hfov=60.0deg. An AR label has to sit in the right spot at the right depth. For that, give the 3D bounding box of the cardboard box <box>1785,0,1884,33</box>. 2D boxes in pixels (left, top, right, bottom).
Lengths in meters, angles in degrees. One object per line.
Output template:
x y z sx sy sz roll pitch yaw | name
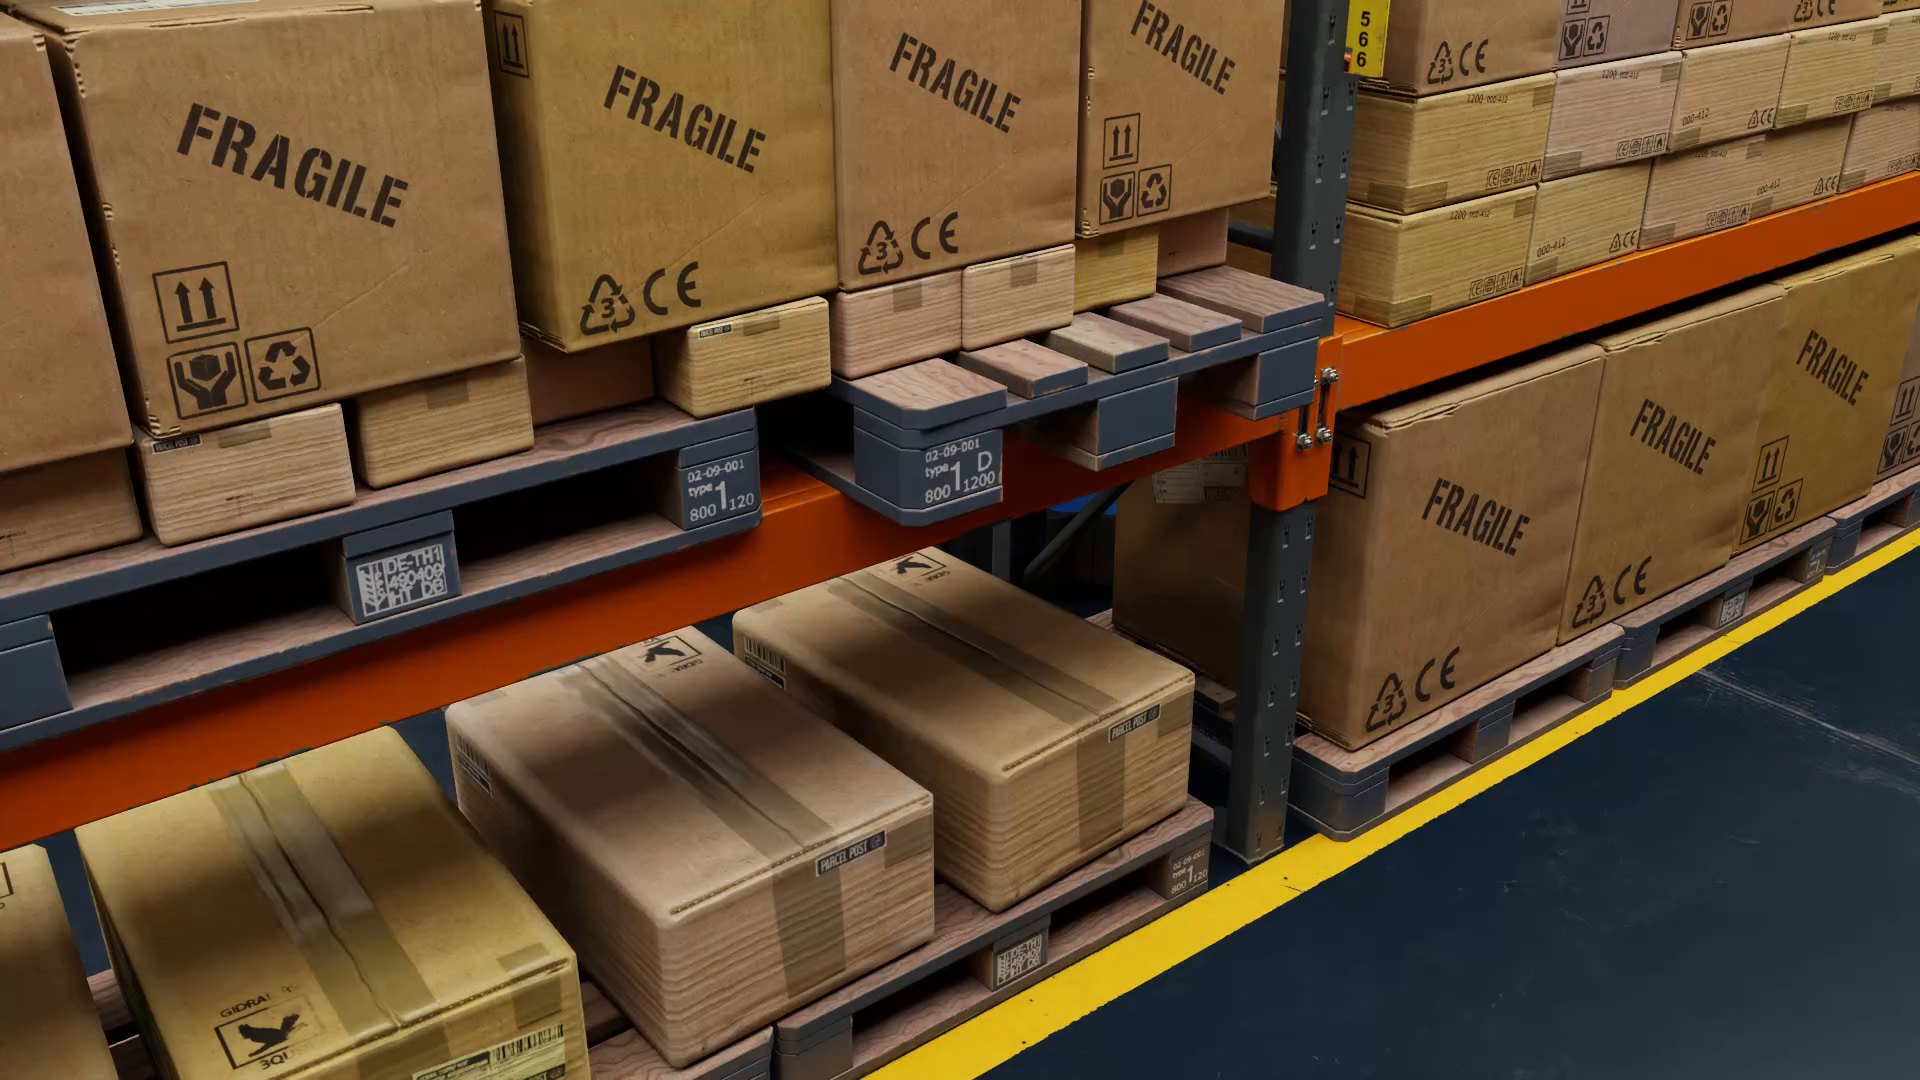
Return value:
2.181 -1.682 4.505 0.500 0.500 0.500 -18 30 -33 | cardboard box

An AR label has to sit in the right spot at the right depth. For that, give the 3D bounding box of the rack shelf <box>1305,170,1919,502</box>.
2.016 -0.938 5.063 4.000 0.370 1.077 -18 31 -34 | rack shelf

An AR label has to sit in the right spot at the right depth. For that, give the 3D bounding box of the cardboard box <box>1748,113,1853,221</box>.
2.178 -1.124 4.786 0.500 0.250 0.500 -18 31 -34 | cardboard box

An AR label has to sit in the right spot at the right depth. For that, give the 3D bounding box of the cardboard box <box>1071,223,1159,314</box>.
0.163 -0.565 3.204 0.250 0.149 0.380 -18 30 -33 | cardboard box

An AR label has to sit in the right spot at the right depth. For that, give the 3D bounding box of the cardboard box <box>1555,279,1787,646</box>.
1.741 -0.354 4.975 0.875 0.875 0.875 -18 30 -33 | cardboard box

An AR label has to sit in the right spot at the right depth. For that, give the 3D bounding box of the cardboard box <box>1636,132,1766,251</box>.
1.792 -0.994 4.508 0.500 0.250 0.500 -17 30 -32 | cardboard box

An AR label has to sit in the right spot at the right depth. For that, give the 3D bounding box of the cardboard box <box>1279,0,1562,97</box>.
0.981 -1.291 3.662 0.500 0.500 0.500 -19 31 -36 | cardboard box

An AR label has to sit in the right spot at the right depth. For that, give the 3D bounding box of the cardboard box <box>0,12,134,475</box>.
-1.369 -0.358 1.987 0.500 0.500 0.500 -18 31 -34 | cardboard box

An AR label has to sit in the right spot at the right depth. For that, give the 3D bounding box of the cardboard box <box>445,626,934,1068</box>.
-0.585 0.594 3.529 0.625 0.372 0.950 -19 31 -35 | cardboard box

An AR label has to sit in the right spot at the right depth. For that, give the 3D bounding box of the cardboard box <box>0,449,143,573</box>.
-1.274 -0.099 2.200 0.250 0.149 0.380 -18 30 -34 | cardboard box

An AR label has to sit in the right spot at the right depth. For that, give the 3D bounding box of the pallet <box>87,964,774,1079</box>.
-1.133 1.037 3.264 1.213 0.211 1.003 -18 31 -34 | pallet

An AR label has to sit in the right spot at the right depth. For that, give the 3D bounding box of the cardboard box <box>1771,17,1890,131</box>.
2.207 -1.340 4.659 0.500 0.250 0.500 -18 30 -33 | cardboard box

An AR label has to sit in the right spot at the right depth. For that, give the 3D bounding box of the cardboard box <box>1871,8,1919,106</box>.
2.600 -1.479 4.958 0.500 0.250 0.500 -17 30 -33 | cardboard box

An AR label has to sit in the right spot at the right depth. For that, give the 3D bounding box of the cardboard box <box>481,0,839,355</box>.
-0.541 -0.636 2.587 0.500 0.500 0.500 -21 32 -37 | cardboard box

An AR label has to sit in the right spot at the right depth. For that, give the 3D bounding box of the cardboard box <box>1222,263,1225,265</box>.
0.679 -0.894 4.292 0.500 0.250 0.500 -20 31 -36 | cardboard box

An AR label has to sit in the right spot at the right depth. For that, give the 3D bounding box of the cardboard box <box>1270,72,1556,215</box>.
0.993 -0.954 3.826 0.500 0.250 0.500 -19 31 -34 | cardboard box

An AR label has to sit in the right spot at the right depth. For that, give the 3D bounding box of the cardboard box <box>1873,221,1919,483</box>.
3.151 -0.823 5.986 0.875 0.875 0.875 -17 30 -32 | cardboard box

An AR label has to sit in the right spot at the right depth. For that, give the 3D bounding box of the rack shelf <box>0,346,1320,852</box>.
-1.132 0.101 2.824 4.000 0.370 1.077 -18 31 -34 | rack shelf

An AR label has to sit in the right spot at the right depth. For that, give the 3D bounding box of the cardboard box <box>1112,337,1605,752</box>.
1.037 -0.124 4.478 0.875 0.875 0.875 -19 31 -34 | cardboard box

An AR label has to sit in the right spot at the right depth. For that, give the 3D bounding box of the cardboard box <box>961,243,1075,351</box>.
-0.008 -0.485 3.031 0.250 0.149 0.380 -19 31 -34 | cardboard box

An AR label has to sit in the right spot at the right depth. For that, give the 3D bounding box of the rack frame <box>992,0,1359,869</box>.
0.442 -0.745 3.792 0.127 3.000 1.000 -18 31 -34 | rack frame

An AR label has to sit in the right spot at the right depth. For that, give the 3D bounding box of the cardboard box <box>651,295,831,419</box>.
-0.419 -0.346 2.731 0.250 0.149 0.380 -18 30 -33 | cardboard box

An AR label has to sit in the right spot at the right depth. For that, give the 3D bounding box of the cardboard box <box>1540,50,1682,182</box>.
1.400 -1.088 4.114 0.500 0.250 0.500 -17 30 -33 | cardboard box

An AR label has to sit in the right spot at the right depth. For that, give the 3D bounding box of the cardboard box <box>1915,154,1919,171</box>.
2.990 -1.384 5.347 0.500 0.250 0.500 -19 31 -35 | cardboard box

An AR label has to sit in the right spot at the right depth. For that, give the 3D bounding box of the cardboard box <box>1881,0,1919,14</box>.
2.579 -1.822 4.806 0.500 0.500 0.500 -17 30 -33 | cardboard box

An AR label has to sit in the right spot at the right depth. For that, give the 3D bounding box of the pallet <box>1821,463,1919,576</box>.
3.029 -0.294 6.132 1.213 0.211 1.003 -18 31 -34 | pallet

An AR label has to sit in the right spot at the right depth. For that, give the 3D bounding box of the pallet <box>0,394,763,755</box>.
-1.091 -0.130 2.695 1.213 0.211 1.003 -18 31 -34 | pallet

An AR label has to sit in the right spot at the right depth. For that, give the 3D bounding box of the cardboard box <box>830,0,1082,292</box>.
-0.144 -0.768 2.870 0.500 0.500 0.500 -19 31 -35 | cardboard box

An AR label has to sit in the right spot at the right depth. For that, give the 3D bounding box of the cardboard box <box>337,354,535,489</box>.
-0.841 -0.230 2.481 0.250 0.149 0.380 -19 31 -36 | cardboard box

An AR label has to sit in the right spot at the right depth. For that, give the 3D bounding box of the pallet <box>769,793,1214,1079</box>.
-0.174 0.722 3.943 1.213 0.211 1.003 -18 31 -34 | pallet

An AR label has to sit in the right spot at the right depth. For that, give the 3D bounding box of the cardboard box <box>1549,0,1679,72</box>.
1.365 -1.423 3.947 0.500 0.500 0.500 -18 30 -34 | cardboard box

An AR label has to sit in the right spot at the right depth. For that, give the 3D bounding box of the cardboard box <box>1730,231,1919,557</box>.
2.445 -0.586 5.475 0.875 0.875 0.875 -17 30 -33 | cardboard box

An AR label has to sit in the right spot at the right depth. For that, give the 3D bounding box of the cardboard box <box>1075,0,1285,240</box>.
0.256 -0.906 3.167 0.500 0.500 0.500 -19 31 -35 | cardboard box

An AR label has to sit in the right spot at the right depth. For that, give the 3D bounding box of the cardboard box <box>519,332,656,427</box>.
-0.694 -0.322 2.681 0.250 0.149 0.380 -18 30 -34 | cardboard box

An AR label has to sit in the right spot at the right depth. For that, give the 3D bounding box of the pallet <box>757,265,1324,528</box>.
-0.053 -0.438 3.358 1.003 0.211 1.213 -18 31 -34 | pallet

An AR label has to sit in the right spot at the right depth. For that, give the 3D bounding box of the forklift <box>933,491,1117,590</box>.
-0.597 -1.427 5.343 3.031 2.935 1.130 5 25 10 | forklift

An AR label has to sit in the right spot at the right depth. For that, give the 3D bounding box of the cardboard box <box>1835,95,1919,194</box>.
2.582 -1.259 5.079 0.500 0.250 0.500 -19 31 -35 | cardboard box

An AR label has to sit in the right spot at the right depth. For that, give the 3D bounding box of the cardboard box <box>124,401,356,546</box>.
-1.033 -0.151 2.311 0.250 0.149 0.380 -17 30 -32 | cardboard box

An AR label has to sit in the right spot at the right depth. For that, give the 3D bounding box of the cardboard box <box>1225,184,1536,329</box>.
0.982 -0.721 3.918 0.500 0.250 0.500 -19 31 -35 | cardboard box

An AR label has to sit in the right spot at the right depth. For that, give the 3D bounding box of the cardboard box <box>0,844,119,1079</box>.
-1.731 0.971 2.718 0.625 0.372 0.950 -16 29 -31 | cardboard box

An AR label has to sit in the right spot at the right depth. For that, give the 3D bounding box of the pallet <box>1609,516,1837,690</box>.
2.068 0.025 5.446 1.213 0.211 1.003 -18 31 -34 | pallet

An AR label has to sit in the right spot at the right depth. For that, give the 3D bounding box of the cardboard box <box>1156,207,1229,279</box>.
0.329 -0.658 3.405 0.250 0.149 0.380 -17 30 -32 | cardboard box

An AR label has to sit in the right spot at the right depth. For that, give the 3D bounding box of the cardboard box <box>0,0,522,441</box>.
-0.971 -0.495 2.282 0.500 0.500 0.500 -20 31 -36 | cardboard box

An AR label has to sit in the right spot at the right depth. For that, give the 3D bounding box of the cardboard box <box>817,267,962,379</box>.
-0.211 -0.422 2.895 0.250 0.149 0.380 -20 32 -36 | cardboard box

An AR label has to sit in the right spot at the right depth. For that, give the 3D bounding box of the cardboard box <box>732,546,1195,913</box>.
-0.009 0.400 3.948 0.625 0.372 0.950 -21 32 -37 | cardboard box

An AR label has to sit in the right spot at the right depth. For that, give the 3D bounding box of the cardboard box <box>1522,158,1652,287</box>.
1.375 -0.860 4.218 0.500 0.250 0.500 -19 31 -35 | cardboard box

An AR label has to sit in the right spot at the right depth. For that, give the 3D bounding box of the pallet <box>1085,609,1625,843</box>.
1.109 0.340 4.767 1.213 0.211 1.003 -18 31 -34 | pallet

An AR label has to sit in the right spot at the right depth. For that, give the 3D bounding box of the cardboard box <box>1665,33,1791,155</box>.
1.800 -1.213 4.385 0.500 0.250 0.500 -18 31 -34 | cardboard box

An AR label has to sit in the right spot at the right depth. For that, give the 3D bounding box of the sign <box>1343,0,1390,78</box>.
0.784 -1.057 3.183 0.005 0.325 0.100 -18 31 -34 | sign

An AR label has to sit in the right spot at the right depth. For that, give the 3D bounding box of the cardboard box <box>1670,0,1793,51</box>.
1.782 -1.552 4.225 0.500 0.500 0.500 -17 30 -33 | cardboard box

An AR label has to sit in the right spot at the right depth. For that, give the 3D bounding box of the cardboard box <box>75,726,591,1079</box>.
-1.185 0.789 3.109 0.625 0.372 0.950 -17 30 -32 | cardboard box
